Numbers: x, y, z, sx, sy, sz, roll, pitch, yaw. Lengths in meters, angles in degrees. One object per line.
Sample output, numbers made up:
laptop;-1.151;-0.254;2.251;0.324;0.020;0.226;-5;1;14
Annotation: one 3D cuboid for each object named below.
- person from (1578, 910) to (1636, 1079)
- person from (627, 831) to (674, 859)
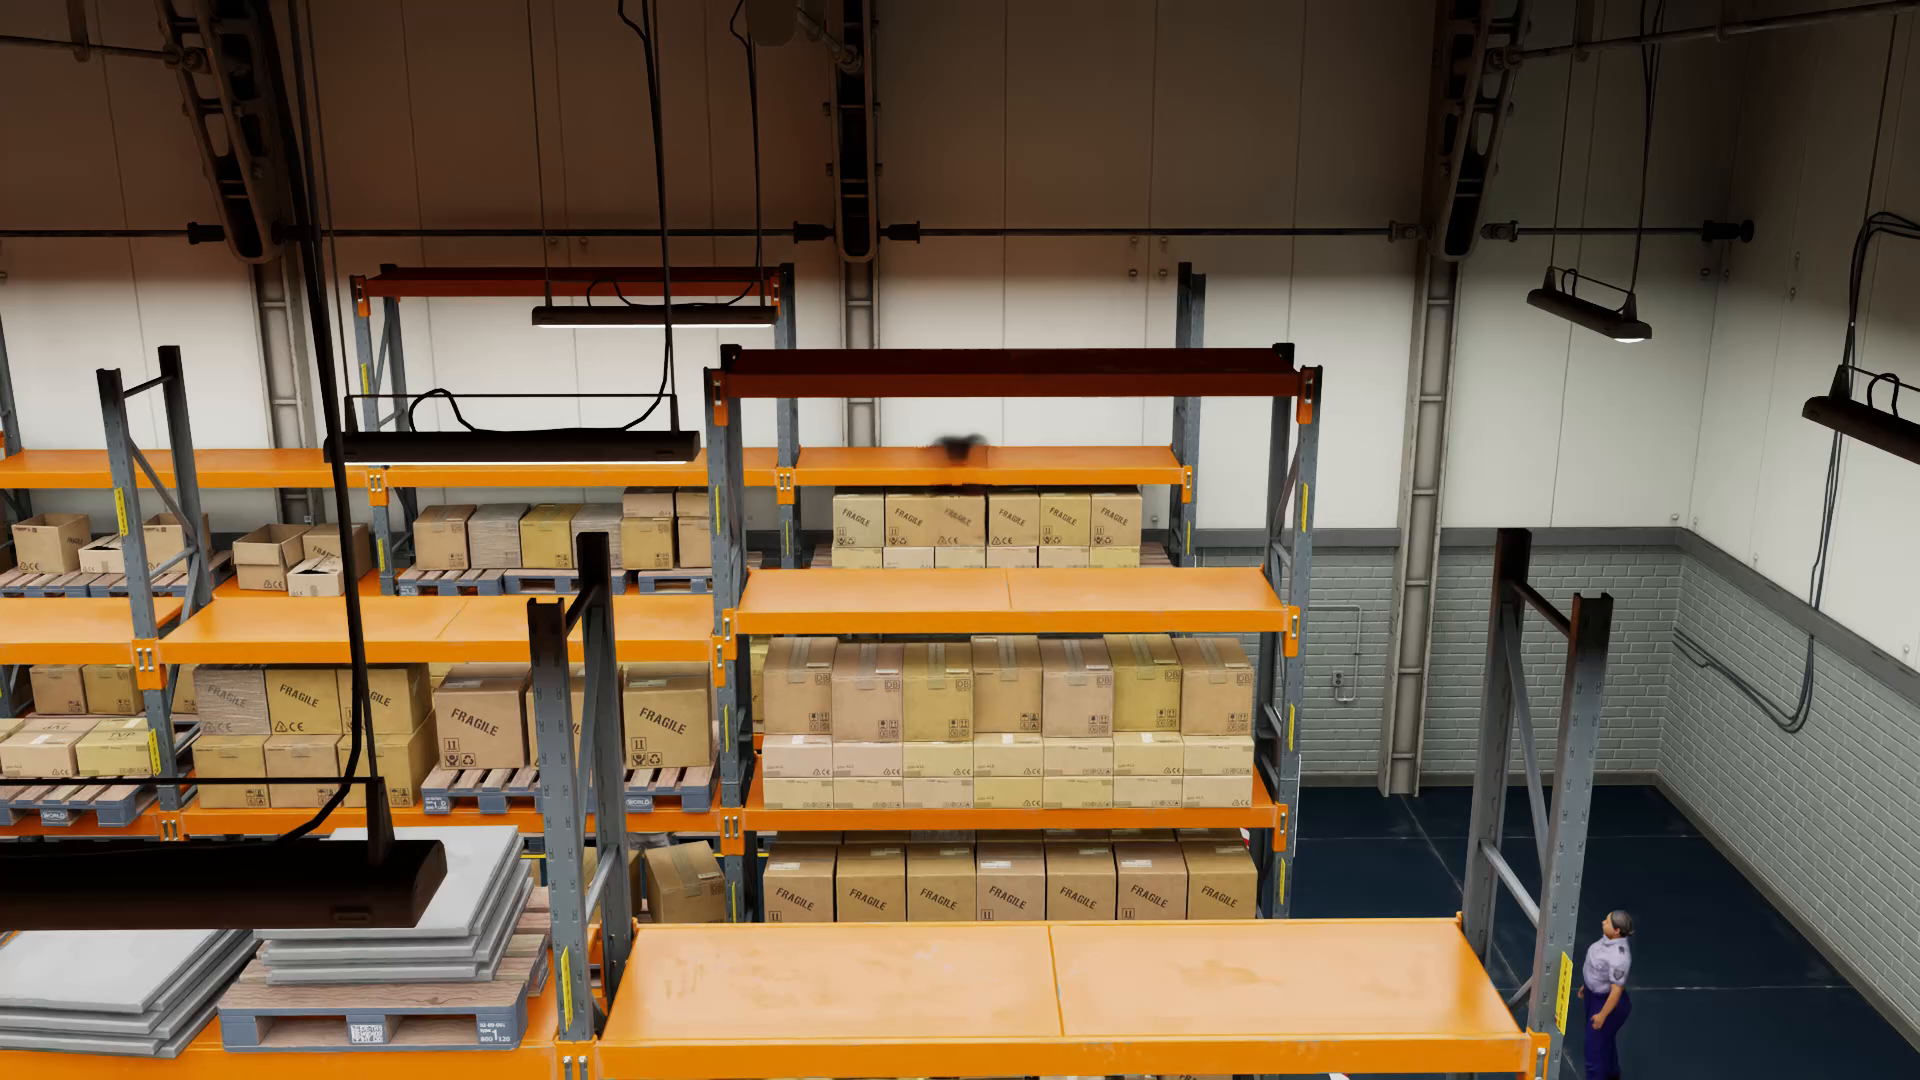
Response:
person;5.089;3.659;13.122;0.510;1.656;0.513;-1;16;-4
person;-3.019;2.761;15.892;0.687;1.812;0.390;-3;16;-10
